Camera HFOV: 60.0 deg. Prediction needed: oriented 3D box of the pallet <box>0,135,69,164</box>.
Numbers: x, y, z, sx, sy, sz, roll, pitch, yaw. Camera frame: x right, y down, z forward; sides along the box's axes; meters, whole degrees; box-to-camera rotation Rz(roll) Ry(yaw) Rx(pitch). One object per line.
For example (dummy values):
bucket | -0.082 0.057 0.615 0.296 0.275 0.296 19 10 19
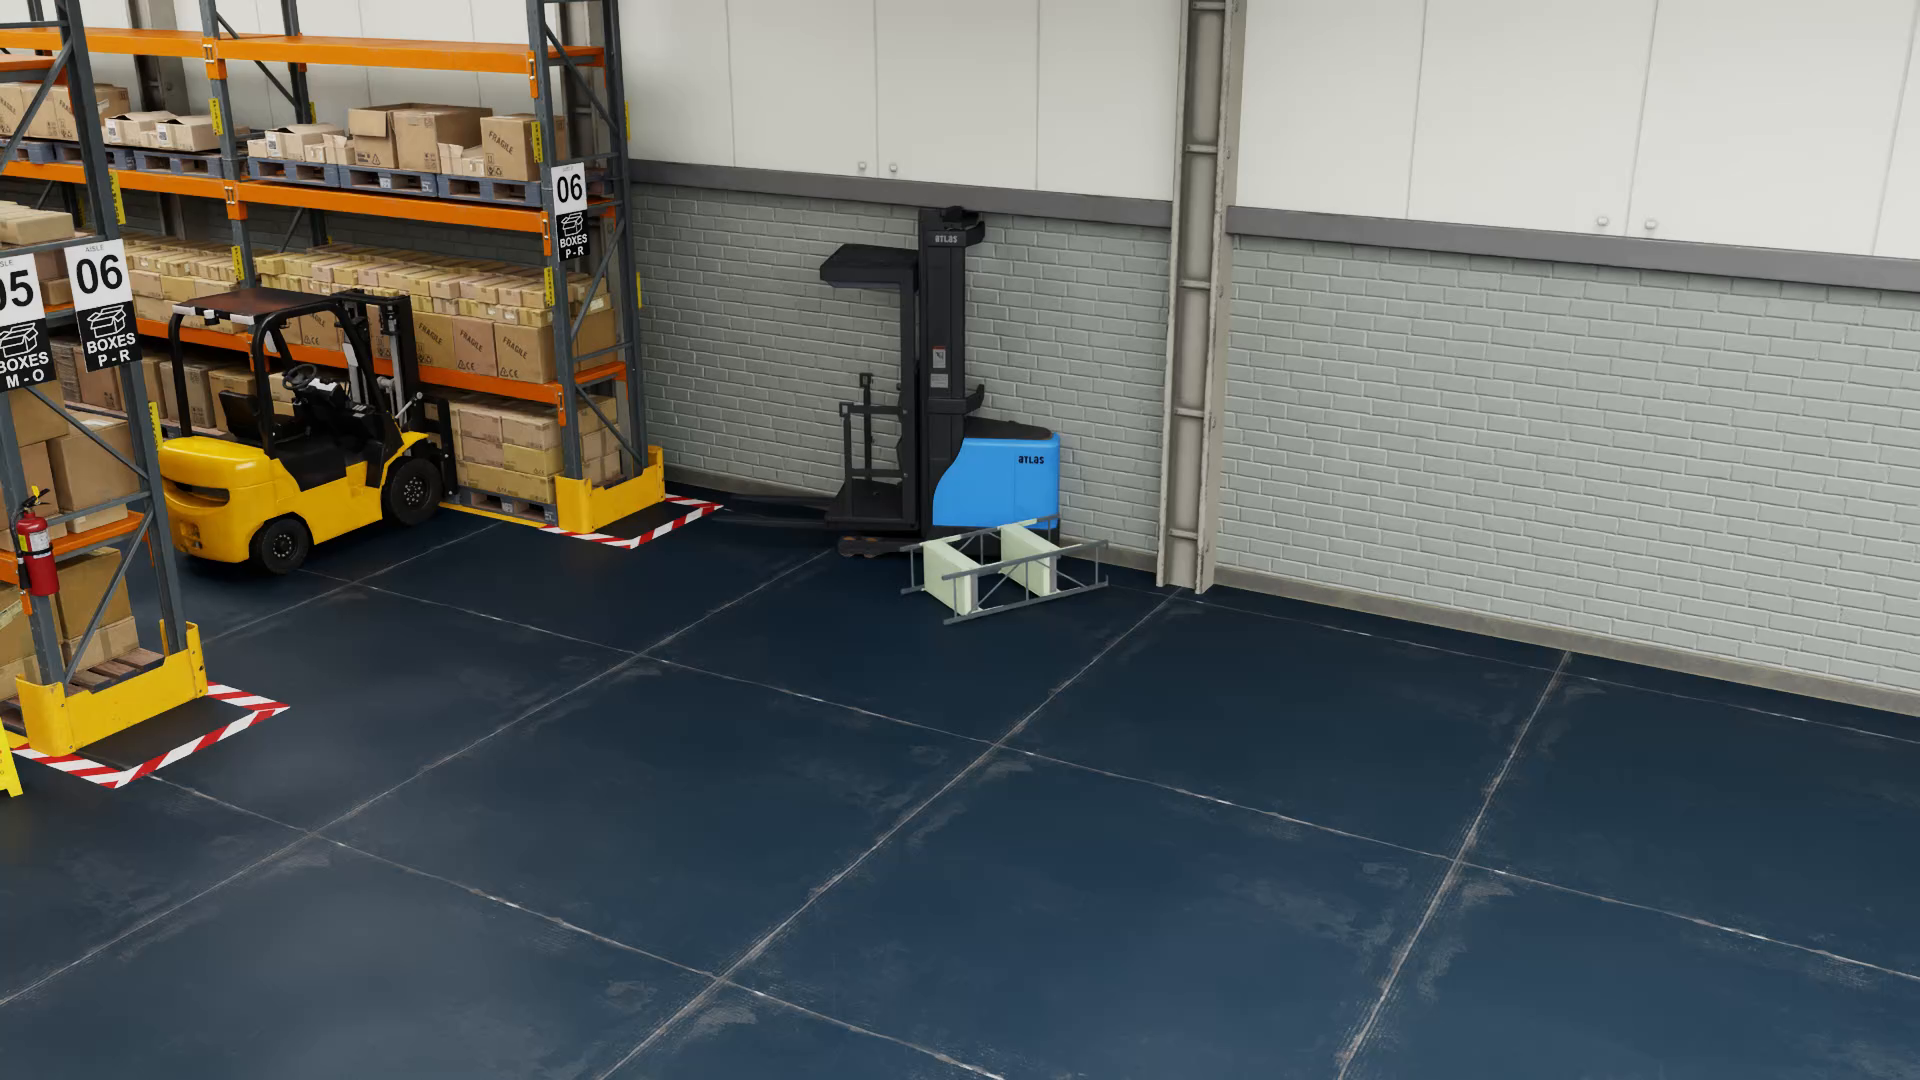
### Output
pallet | -9.566 -4.228 17.799 1.003 0.211 1.213 12 23 30

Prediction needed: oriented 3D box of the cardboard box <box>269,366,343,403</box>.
cardboard box | -6.441 -1.529 16.429 0.500 0.250 0.500 10 22 26

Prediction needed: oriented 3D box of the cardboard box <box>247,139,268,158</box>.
cardboard box | -6.467 -3.699 15.670 0.250 0.149 0.380 11 23 28

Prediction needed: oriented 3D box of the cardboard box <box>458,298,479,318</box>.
cardboard box | -4.303 -2.129 15.034 0.250 0.149 0.380 11 22 27

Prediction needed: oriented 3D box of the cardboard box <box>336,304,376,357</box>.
cardboard box | -5.545 -2.058 15.791 0.500 0.500 0.500 11 22 27

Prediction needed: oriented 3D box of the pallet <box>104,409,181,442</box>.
pallet | -8.442 -1.331 18.022 1.213 0.211 1.003 11 23 27

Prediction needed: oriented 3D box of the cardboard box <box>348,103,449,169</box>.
cardboard box | -5.061 -3.676 15.084 0.637 0.503 0.797 12 23 29

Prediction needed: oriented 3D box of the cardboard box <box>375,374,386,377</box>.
cardboard box | -5.737 -1.599 16.622 0.500 0.250 0.500 10 22 27

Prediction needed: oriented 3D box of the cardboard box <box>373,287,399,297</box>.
cardboard box | -5.220 -2.286 15.467 0.250 0.149 0.380 10 22 26

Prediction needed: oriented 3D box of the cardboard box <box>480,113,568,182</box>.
cardboard box | -3.723 -3.365 14.234 0.500 0.500 0.500 12 23 29

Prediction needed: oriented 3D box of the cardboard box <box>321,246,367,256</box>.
cardboard box | -6.085 -2.803 16.456 0.250 0.149 0.380 10 22 26

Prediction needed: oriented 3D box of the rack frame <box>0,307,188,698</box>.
rack frame | -5.636 -0.185 10.773 0.127 3.000 1.000 11 23 27

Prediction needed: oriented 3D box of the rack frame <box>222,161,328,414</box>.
rack frame | -6.710 -2.328 16.682 0.127 3.000 1.000 11 23 27

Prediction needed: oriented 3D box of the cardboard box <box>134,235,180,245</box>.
cardboard box | -8.643 -3.177 17.923 0.250 0.149 0.380 10 22 26

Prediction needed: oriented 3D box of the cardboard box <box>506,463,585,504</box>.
cardboard box | -3.782 -0.552 15.201 0.500 0.250 0.500 11 23 28

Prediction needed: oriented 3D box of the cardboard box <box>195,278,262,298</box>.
cardboard box | -7.264 -2.498 16.638 0.500 0.250 0.500 10 22 26

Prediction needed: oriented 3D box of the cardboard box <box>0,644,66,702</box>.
cardboard box | -6.494 0.852 11.331 0.500 0.250 0.500 11 23 27

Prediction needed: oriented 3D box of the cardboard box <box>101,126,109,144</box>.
cardboard box | -8.492 -4.085 16.733 0.250 0.149 0.380 10 22 27

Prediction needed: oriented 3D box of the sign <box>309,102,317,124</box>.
sign | -6.441 -4.184 16.525 0.005 0.325 0.100 11 23 27

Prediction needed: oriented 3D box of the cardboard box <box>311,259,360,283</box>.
cardboard box | -5.903 -2.549 15.756 0.250 0.149 0.380 11 23 28

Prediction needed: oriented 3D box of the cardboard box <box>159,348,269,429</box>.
cardboard box | -7.845 -1.624 17.607 0.625 0.625 0.875 11 22 27

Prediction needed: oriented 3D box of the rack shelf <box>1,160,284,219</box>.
rack shelf | -8.456 -3.733 17.210 4.000 0.370 1.077 11 23 27

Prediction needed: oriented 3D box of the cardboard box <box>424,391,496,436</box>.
cardboard box | -4.666 -1.186 15.482 0.500 0.250 0.500 11 23 28

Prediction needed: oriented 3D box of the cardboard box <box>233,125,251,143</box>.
cardboard box | -7.355 -4.064 16.675 0.250 0.149 0.380 11 23 27

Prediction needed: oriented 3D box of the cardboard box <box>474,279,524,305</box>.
cardboard box | -4.106 -2.219 14.846 0.250 0.149 0.380 11 23 28

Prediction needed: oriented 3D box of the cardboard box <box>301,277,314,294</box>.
cardboard box | -6.092 -2.471 15.978 0.250 0.149 0.380 11 23 27

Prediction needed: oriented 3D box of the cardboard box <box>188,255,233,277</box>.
cardboard box | -7.539 -2.765 16.787 0.250 0.149 0.380 11 23 27

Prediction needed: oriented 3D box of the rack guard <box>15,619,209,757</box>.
rack guard | -5.702 0.978 11.234 0.348 0.500 1.175 11 23 27

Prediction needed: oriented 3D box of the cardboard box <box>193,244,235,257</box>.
cardboard box | -7.777 -2.990 17.408 0.250 0.149 0.380 11 23 27

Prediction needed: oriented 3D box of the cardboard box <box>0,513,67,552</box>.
cardboard box | -6.066 -0.065 10.811 0.250 0.149 0.380 12 23 29

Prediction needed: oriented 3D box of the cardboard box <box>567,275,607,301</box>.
cardboard box | -3.407 -2.274 14.999 0.250 0.149 0.380 10 22 26

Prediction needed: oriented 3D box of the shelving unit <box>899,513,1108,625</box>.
shelving unit | 0.356 0.215 13.384 1.500 0.431 0.755 -12 23 -26

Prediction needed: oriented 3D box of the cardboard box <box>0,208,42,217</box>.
cardboard box | -6.074 -2.008 10.601 0.250 0.149 0.380 11 23 27

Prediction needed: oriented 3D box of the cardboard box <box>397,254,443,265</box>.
cardboard box | -5.182 -2.634 15.992 0.250 0.149 0.380 11 22 27

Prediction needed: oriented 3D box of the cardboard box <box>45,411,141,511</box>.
cardboard box | -5.914 -0.533 11.150 0.500 0.500 0.500 10 22 26

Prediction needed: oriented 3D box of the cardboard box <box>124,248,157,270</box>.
cardboard box | -8.516 -2.895 17.148 0.250 0.149 0.380 10 22 26

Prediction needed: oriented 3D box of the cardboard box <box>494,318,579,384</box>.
cardboard box | -3.776 -1.714 14.841 0.500 0.500 0.500 10 22 26

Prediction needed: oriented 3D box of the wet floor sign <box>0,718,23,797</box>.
wet floor sign | -5.992 1.272 10.209 0.267 0.644 0.232 -16 26 -38

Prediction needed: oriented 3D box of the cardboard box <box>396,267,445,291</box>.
cardboard box | -4.976 -2.405 15.359 0.250 0.149 0.380 11 23 28

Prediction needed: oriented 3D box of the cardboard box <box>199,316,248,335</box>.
cardboard box | -7.278 -2.263 16.724 0.500 0.250 0.500 11 23 29

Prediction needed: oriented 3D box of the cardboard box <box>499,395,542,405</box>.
cardboard box | -3.983 -1.256 15.677 0.500 0.250 0.500 11 23 27

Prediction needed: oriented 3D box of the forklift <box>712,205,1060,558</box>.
forklift | -0.623 -1.402 14.231 3.031 2.935 1.130 2 20 6

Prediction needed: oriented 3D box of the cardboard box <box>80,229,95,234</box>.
cardboard box | -9.537 -3.341 18.377 0.250 0.149 0.380 11 23 29

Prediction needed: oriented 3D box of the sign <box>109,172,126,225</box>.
sign | -5.371 -2.167 10.558 0.005 0.325 0.100 11 23 27

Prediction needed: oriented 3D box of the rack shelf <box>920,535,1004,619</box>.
rack shelf | 0.013 0.288 13.213 0.370 0.431 0.720 -12 23 -26

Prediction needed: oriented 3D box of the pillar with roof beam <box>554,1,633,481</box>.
pillar with roof beam | -5.486 -3.586 11.351 0.400 9.000 9.100 11 23 27

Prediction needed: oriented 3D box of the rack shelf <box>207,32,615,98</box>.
rack shelf | -4.964 -4.289 14.933 4.000 0.370 1.077 11 23 27

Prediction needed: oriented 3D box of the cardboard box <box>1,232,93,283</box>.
cardboard box | -5.945 -1.827 10.685 0.500 0.250 0.500 10 22 26

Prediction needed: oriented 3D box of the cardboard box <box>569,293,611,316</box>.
cardboard box | -3.388 -2.148 15.089 0.250 0.149 0.380 10 22 26

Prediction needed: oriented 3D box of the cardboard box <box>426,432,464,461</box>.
cardboard box | -4.689 -0.957 15.585 0.500 0.250 0.500 10 22 26

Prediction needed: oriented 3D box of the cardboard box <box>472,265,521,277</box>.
cardboard box | -4.308 -2.449 15.482 0.250 0.149 0.380 12 23 29

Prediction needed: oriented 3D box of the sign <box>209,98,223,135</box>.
sign | -6.966 -3.966 15.579 0.005 0.325 0.100 11 23 27

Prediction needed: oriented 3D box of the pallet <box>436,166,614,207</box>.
pallet | -3.823 -3.157 14.697 1.213 0.211 1.003 11 23 27
